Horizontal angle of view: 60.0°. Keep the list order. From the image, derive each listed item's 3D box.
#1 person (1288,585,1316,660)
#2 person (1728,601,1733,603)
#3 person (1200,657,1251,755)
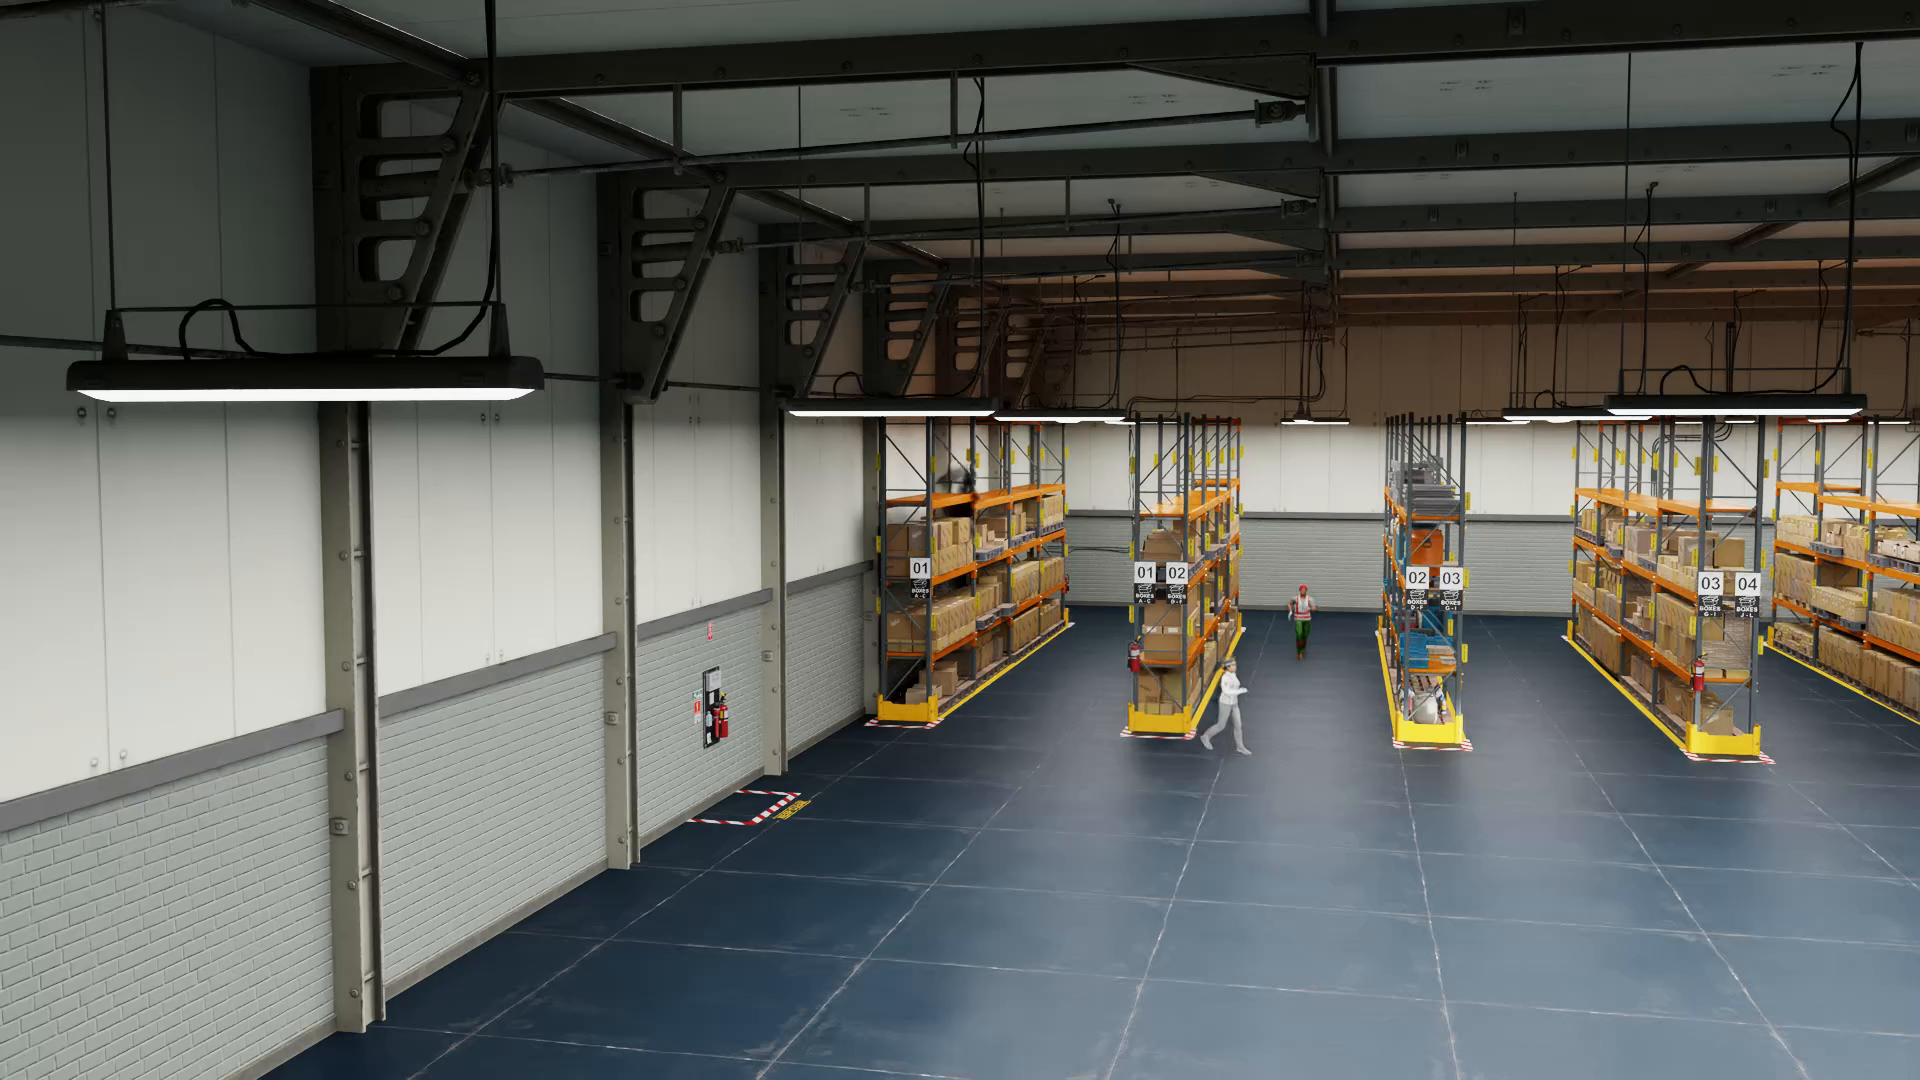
[{"bbox_3d":[8.506,2.021,41.323,0.657,1.838,0.836,0,4,2],"label":"person"},{"bbox_3d":[20.111,1.960,44.000,0.706,1.615,0.650,-2,4,-29],"label":"person"},{"bbox_3d":[4.667,2.884,29.081,0.938,1.681,0.606,2,5,33],"label":"person"}]
